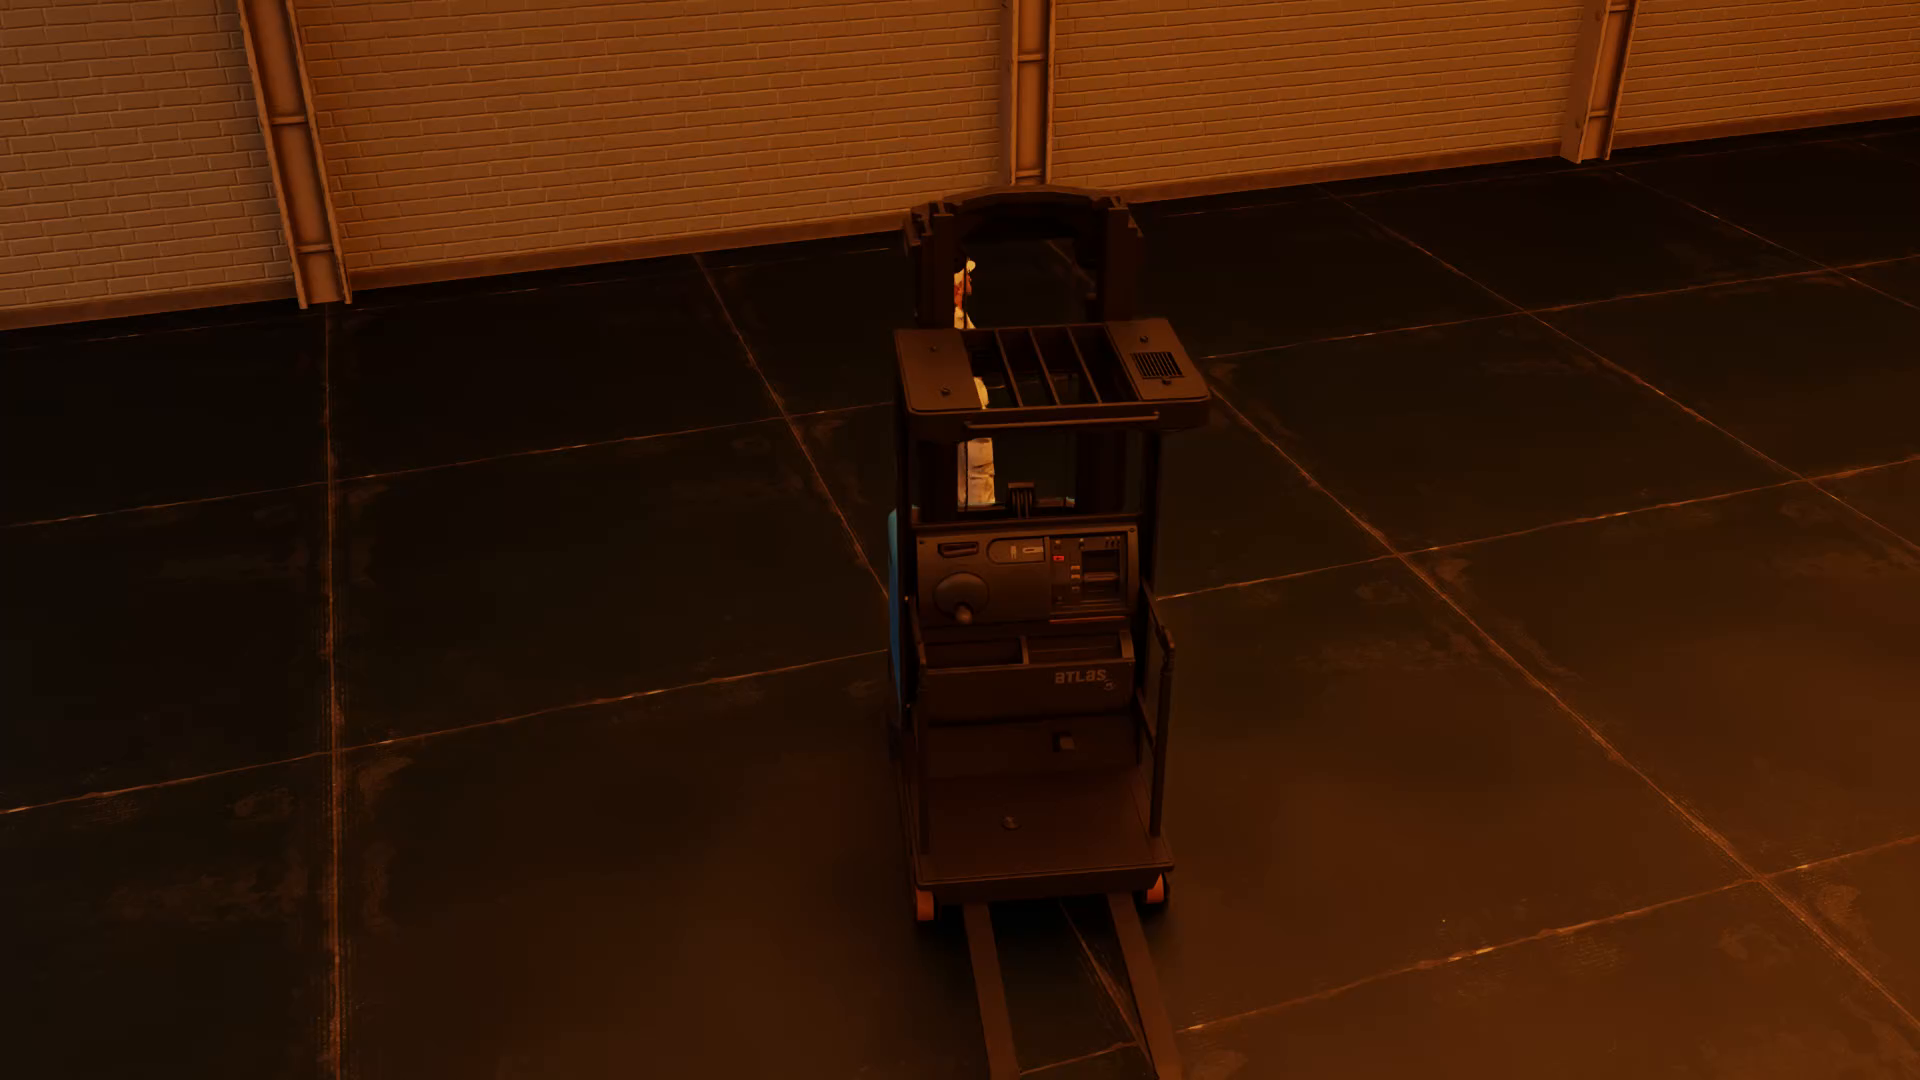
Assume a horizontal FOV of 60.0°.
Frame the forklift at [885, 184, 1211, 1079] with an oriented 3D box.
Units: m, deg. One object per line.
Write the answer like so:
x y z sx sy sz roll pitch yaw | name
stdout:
0.310 0.192 6.753 1.130 2.935 3.031 -3 30 -6 | forklift

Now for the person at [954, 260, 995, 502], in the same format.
0.081 -0.789 9.588 0.562 1.790 0.637 -10 31 -16 | person
